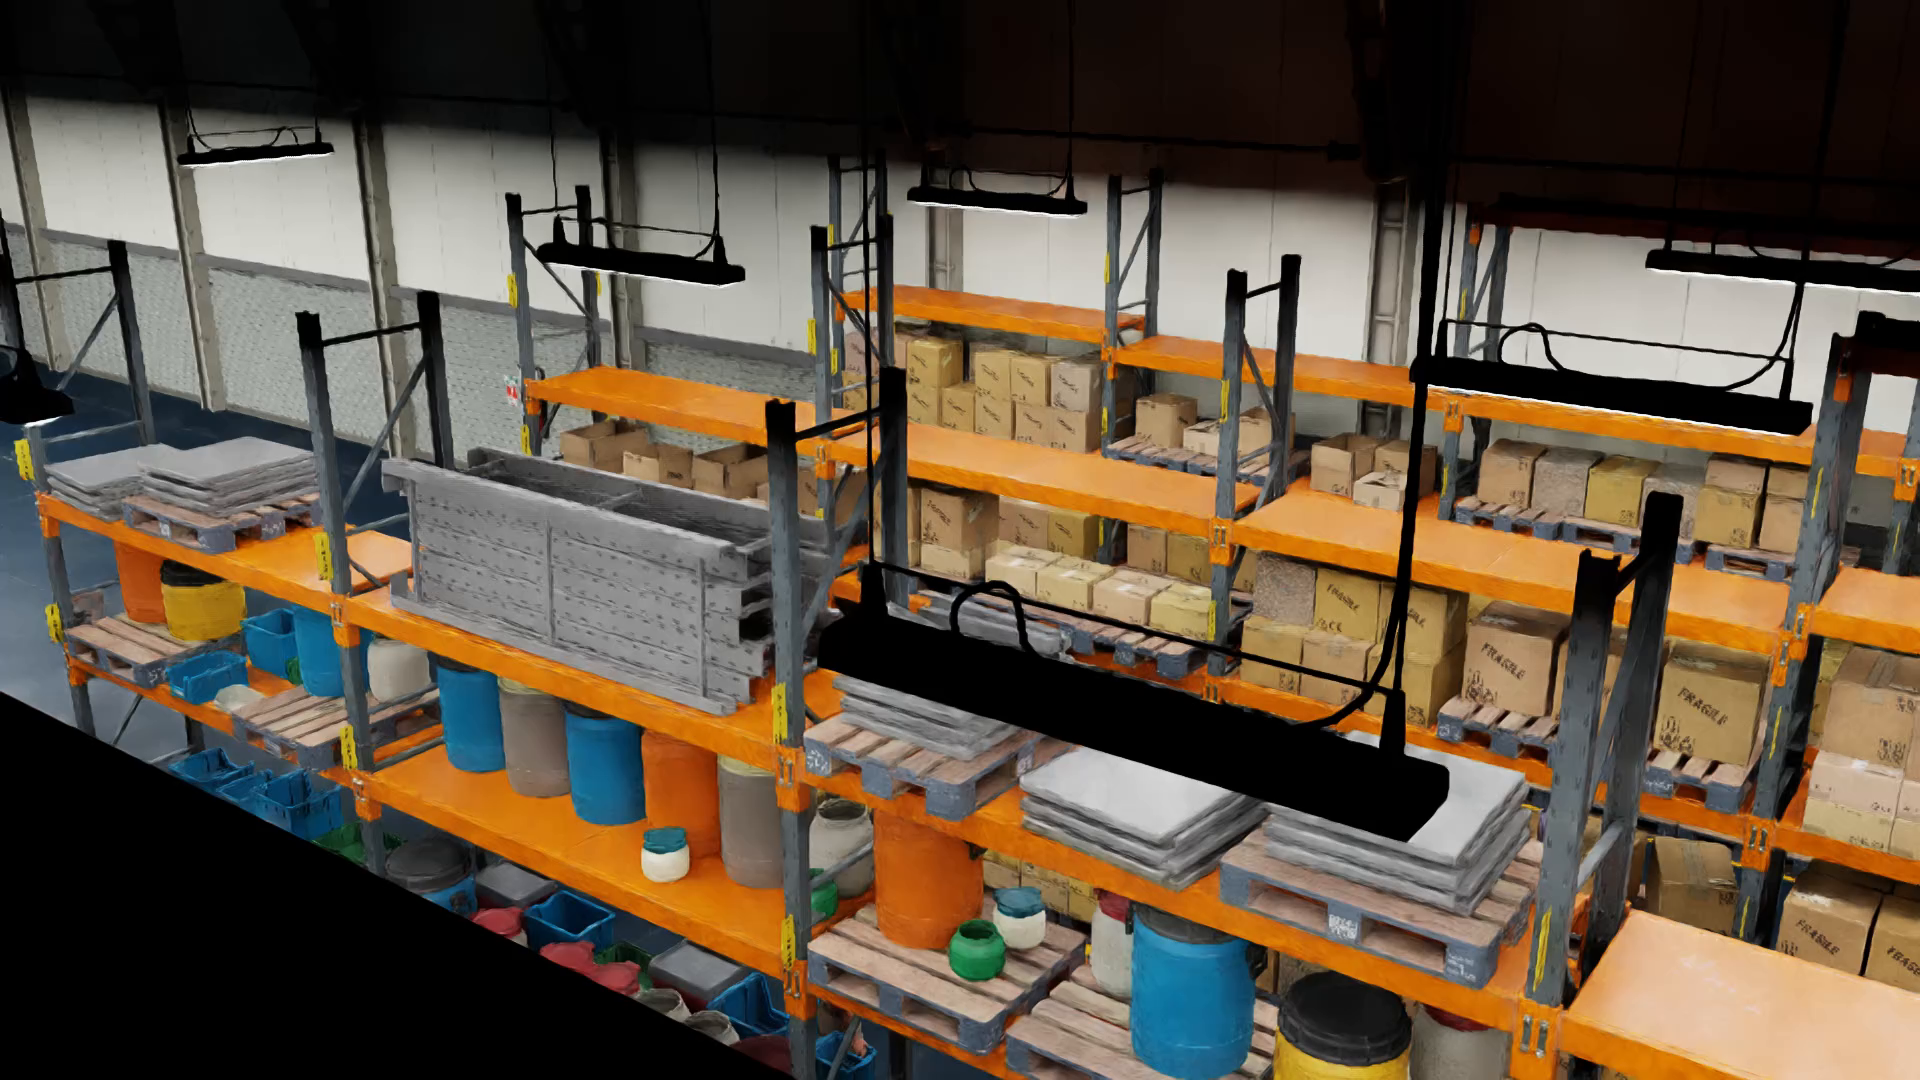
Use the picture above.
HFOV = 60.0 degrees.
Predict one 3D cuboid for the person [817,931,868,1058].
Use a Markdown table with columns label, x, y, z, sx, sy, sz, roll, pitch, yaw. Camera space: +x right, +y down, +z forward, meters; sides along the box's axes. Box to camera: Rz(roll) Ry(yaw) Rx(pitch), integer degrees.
| label | x | y | z | sx | sy | sz | roll | pitch | yaw |
| --- | --- | --- | --- | --- | --- | --- | --- | --- | --- |
| person | -0.825 | 3.461 | 12.014 | 0.591 | 1.719 | 0.669 | -10 | 21 | -27 |

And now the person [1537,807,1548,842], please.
| label | x | y | z | sx | sy | sz | roll | pitch | yaw |
| --- | --- | --- | --- | --- | --- | --- | --- | --- | --- |
| person | 5.043 | 2.825 | 14.049 | 0.534 | 1.656 | 0.428 | 1 | 19 | 4 |
